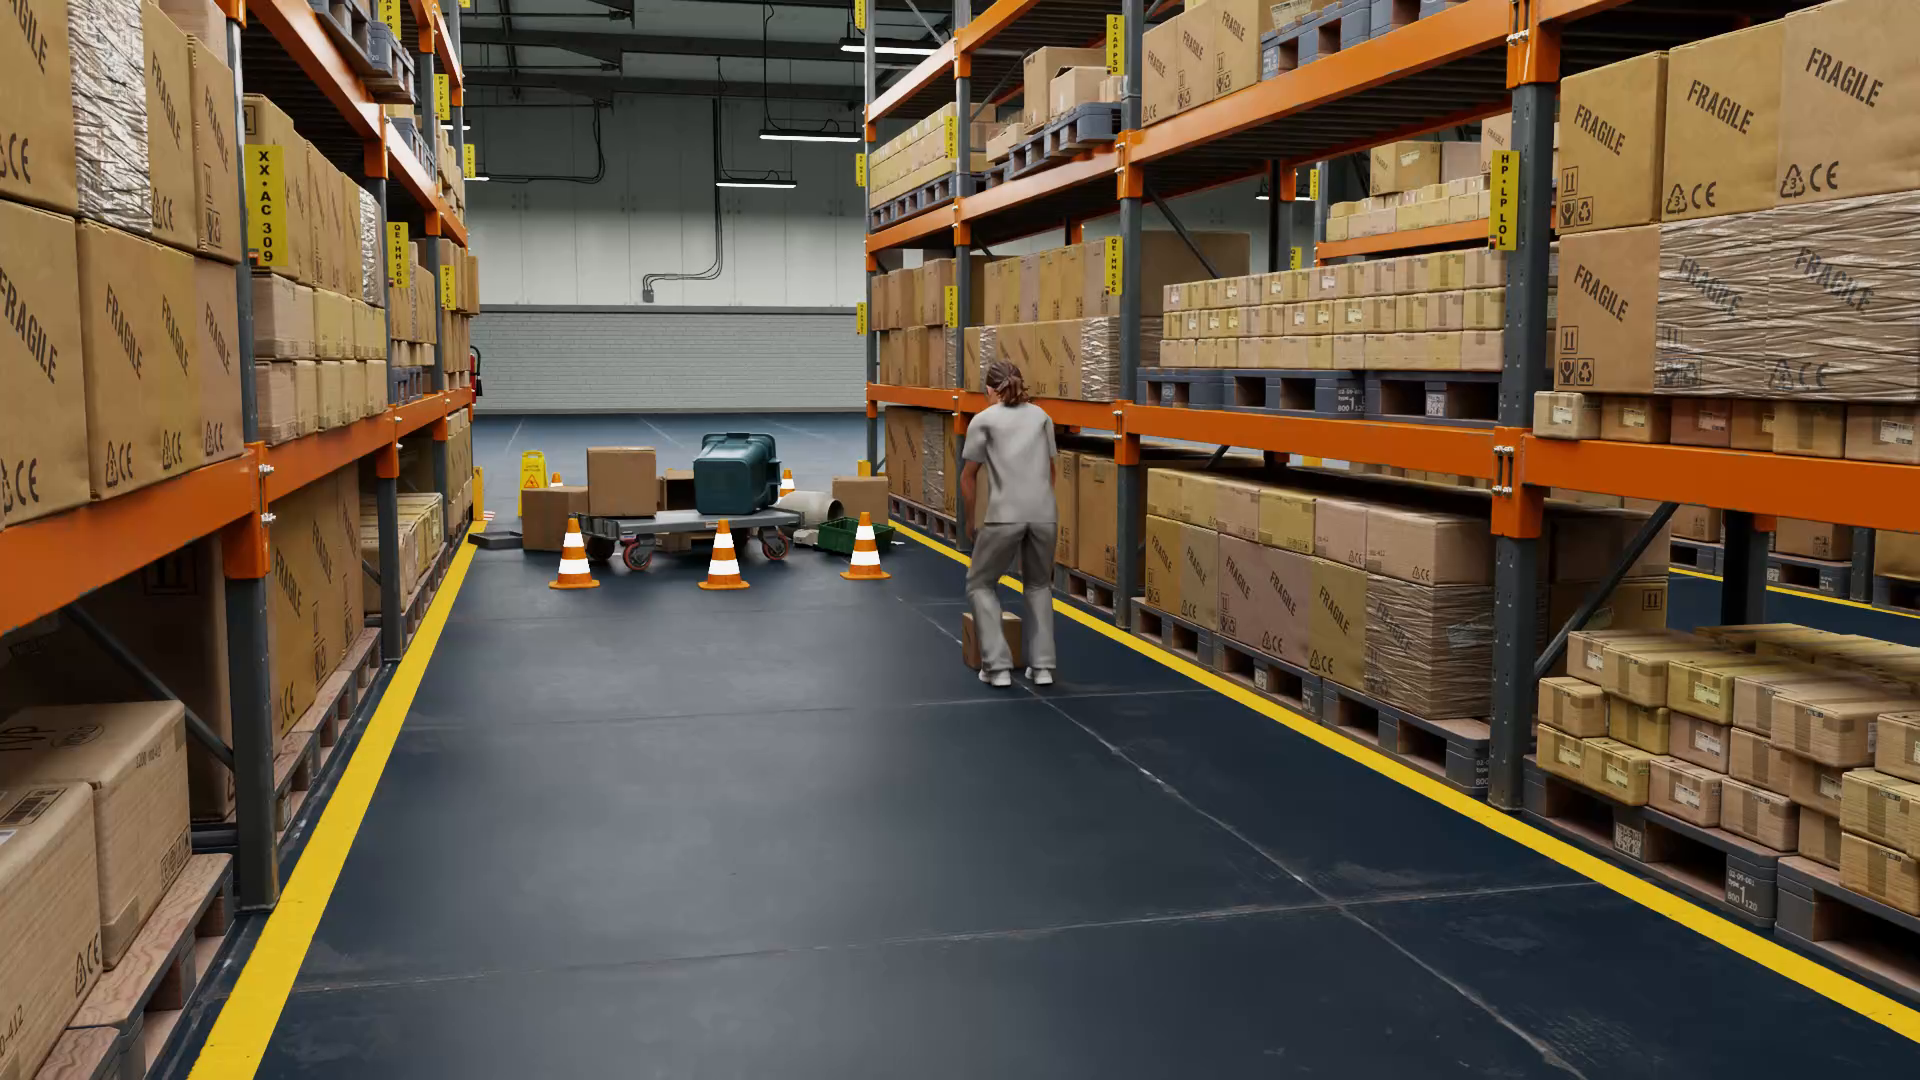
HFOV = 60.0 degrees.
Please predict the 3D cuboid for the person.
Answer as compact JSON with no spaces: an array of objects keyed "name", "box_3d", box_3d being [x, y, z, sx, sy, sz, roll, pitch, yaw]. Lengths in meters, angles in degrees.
[{"name":"person","box_3d":[0.240,-0.082,8.001,0.478,1.556,0.486,-1,6,-12]}]
